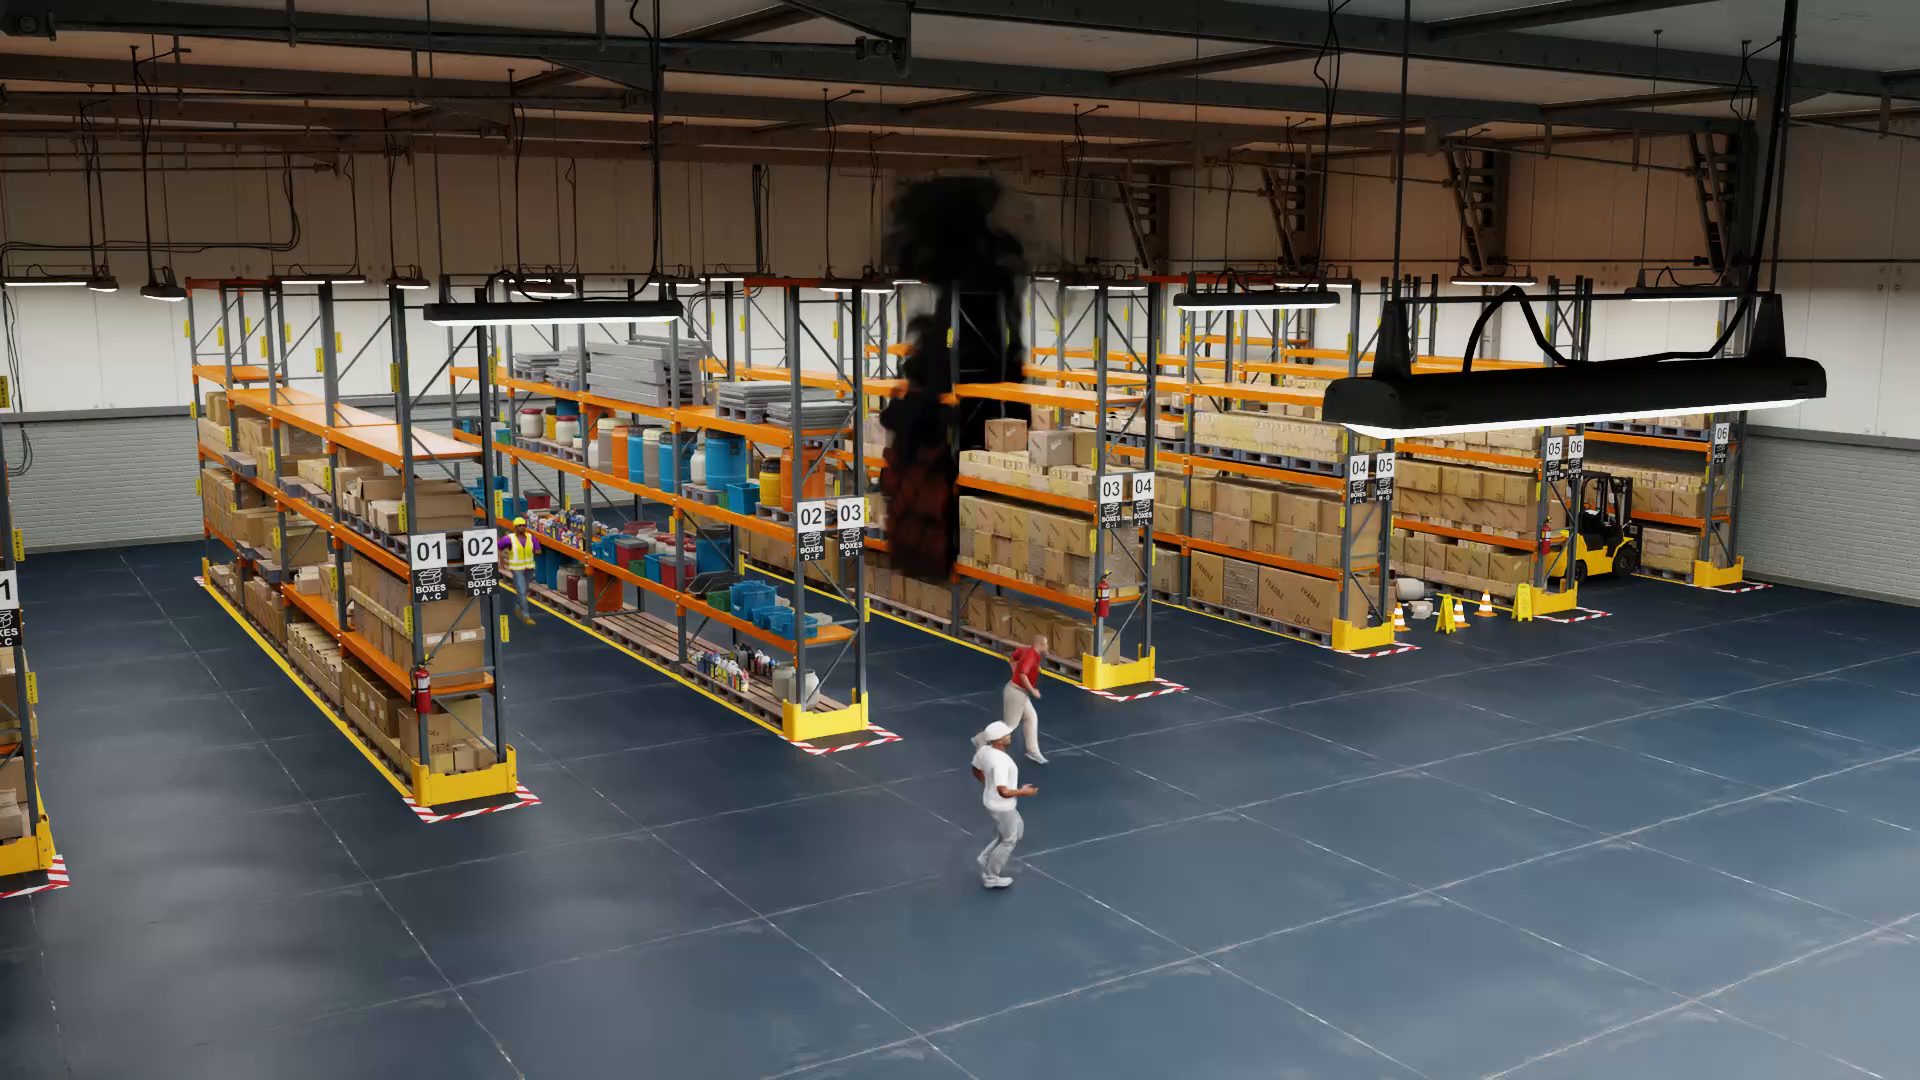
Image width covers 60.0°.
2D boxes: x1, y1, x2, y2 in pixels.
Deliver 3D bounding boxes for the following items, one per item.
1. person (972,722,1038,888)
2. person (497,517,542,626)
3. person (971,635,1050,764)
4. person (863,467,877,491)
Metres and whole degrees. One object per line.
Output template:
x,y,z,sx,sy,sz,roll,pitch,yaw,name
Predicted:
0.463,2.671,16.890,0.582,1.721,0.688,-2,10,-12,person
-7.313,0.515,27.811,0.700,1.804,0.920,-8,12,-39,person
0.637,2.036,21.078,1.011,1.696,0.693,-1,10,-8,person
-2.300,-1.478,42.113,0.475,1.560,0.745,-2,10,-13,person
